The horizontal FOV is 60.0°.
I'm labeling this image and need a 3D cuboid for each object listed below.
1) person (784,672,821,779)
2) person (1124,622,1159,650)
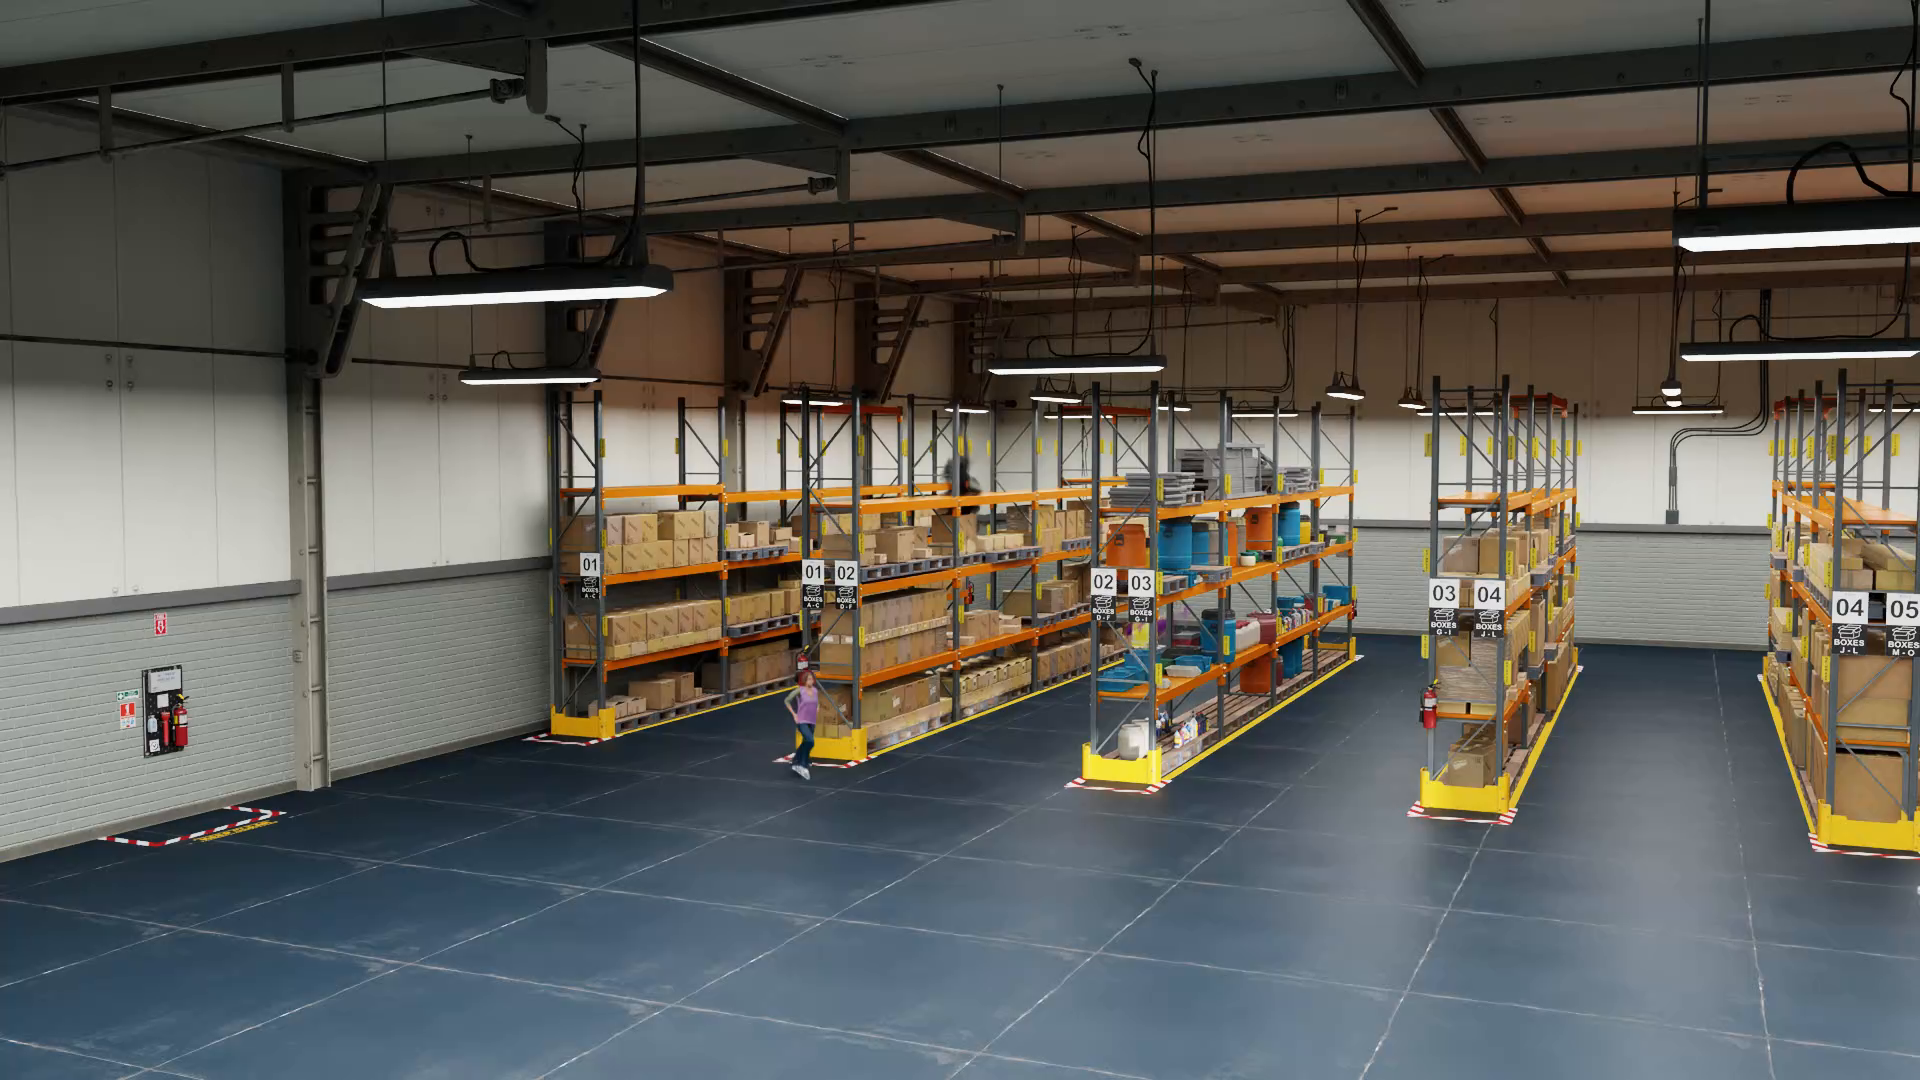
[{"bbox_3d":[-2.358,2.812,25.291,0.520,1.622,0.644,-3,4,-45],"label":"person"},{"bbox_3d":[3.717,2.244,34.284,0.704,1.729,0.581,1,3,19],"label":"person"}]
